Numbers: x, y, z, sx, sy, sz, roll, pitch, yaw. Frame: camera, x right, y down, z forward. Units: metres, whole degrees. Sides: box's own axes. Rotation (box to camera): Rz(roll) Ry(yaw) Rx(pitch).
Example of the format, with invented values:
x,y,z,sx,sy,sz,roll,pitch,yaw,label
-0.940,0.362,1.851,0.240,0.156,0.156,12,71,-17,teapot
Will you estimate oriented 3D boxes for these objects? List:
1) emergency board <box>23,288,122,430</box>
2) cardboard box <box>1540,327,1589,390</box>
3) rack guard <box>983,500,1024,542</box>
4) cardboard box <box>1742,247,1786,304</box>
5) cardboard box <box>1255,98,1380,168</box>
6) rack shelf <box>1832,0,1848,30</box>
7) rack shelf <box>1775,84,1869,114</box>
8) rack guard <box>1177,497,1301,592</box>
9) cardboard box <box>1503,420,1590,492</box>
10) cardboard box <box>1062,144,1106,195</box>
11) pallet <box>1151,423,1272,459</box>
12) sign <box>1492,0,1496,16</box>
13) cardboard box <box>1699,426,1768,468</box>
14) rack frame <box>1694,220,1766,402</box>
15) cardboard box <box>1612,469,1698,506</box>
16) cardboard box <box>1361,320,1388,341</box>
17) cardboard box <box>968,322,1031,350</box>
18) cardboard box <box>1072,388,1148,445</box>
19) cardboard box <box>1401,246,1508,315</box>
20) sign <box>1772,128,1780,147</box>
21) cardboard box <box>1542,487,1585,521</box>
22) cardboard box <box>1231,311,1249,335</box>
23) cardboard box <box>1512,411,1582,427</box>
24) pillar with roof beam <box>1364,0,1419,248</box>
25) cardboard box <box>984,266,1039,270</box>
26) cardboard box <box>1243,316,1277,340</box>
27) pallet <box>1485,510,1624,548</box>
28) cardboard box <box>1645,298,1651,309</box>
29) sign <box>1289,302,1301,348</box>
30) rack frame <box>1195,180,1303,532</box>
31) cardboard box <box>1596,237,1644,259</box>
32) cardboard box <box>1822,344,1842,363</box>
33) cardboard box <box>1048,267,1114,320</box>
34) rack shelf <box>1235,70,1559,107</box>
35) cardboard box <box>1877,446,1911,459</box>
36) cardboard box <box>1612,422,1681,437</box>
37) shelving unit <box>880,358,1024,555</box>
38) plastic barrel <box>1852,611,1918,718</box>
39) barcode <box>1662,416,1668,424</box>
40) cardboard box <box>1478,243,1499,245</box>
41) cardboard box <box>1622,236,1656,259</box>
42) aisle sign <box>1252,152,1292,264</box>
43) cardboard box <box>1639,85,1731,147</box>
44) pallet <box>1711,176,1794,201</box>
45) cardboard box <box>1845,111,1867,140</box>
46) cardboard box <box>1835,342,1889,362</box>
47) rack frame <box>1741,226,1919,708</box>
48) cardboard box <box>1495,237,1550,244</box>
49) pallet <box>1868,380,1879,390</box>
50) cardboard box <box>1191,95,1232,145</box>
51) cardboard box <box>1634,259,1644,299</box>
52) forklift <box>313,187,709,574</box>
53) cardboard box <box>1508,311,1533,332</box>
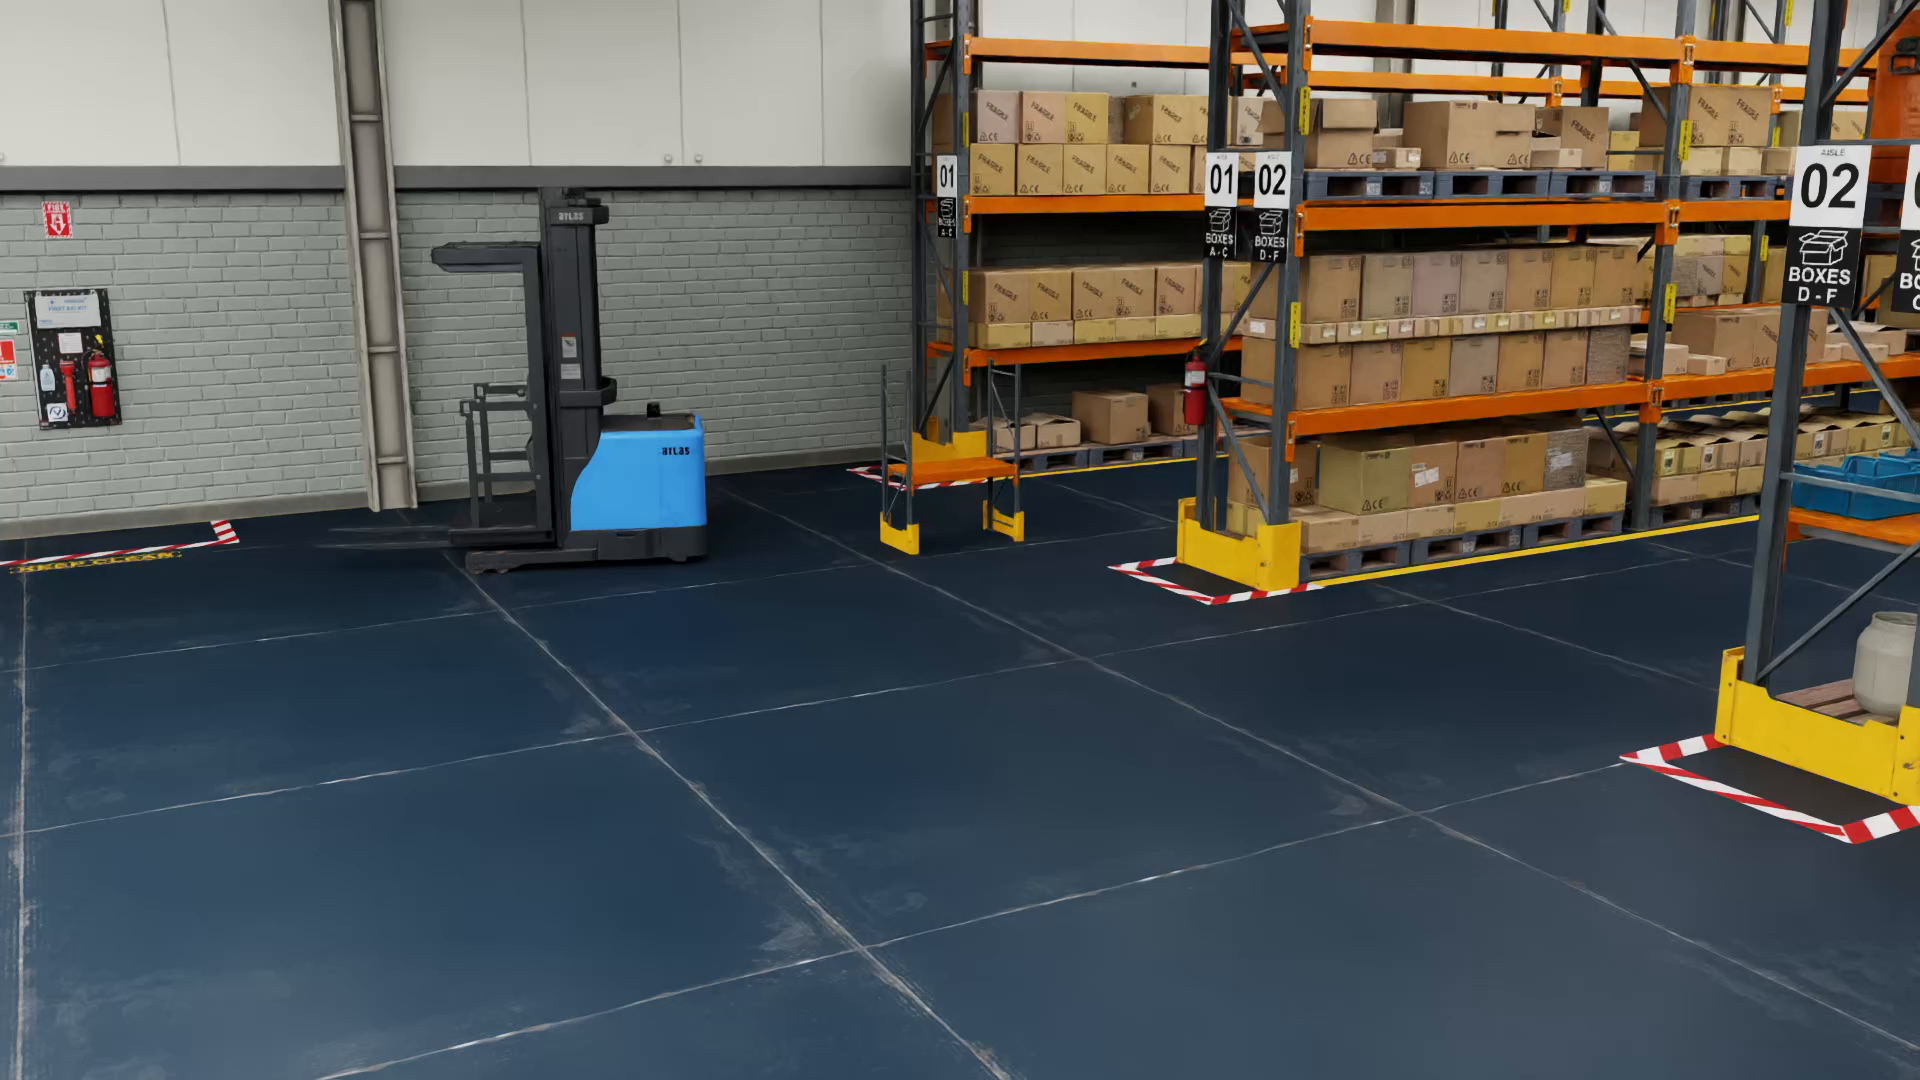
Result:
x,y,z,sx,sy,sz,roll,pitch,yaw,label
-7.462,-1.517,14.020,0.643,1.169,0.194,-7,14,-28,emergency board
4.834,-1.572,14.033,0.500,0.500,0.700,-7,14,-28,cardboard box
0.370,-0.166,14.279,0.087,0.250,0.587,-7,14,-28,rack guard
10.809,-3.624,22.695,0.700,0.700,0.980,-7,14,-27,cardboard box
2.675,-3.053,12.502,0.637,0.503,0.797,-6,14,-24,cardboard box
6.295,-2.843,8.795,4.000,0.370,1.077,-7,14,-28,rack shelf
12.080,-6.014,22.888,4.000,0.370,1.077,-7,14,-28,rack shelf
2.148,0.015,12.902,0.348,0.500,1.175,-7,14,-28,rack guard
4.933,-0.715,14.055,0.500,0.500,0.500,-7,14,-28,cardboard box
1.148,-3.775,16.946,0.500,0.500,0.500,-6,14,-25,cardboard box
2.731,-1.144,18.711,1.213,0.211,1.003,-7,14,-28,pallet
6.545,-6.569,20.314,0.005,0.325,0.100,-7,14,-28,sign
7.058,-0.866,15.155,0.500,0.311,0.500,-7,15,-30,cardboard box
10.325,-3.423,22.489,0.127,3.000,1.000,-7,14,-28,rack frame
6.153,-0.486,14.741,0.500,0.250,0.500,-7,15,-29,cardboard box
3.067,-1.626,12.797,0.250,0.149,0.380,-7,14,-28,cardboard box
0.373,-2.088,16.850,0.500,0.250,0.500,-7,15,-29,cardboard box
1.611,-1.339,17.918,0.500,0.500,0.700,-8,15,-31,cardboard box
3.972,-2.103,13.439,0.500,0.500,0.700,-7,14,-28,cardboard box
10.593,-5.189,21.608,0.005,0.325,0.100,-7,14,-28,sign
4.934,-0.349,14.135,0.500,0.250,0.500,-7,14,-28,cardboard box
3.033,-2.410,18.282,0.500,0.250,0.500,-7,14,-28,cardboard box
5.123,-0.868,14.734,0.500,0.500,0.500,-7,14,-28,cardboard box
7.321,-5.130,16.407,0.400,9.000,9.100,-7,14,-28,pillar with roof beam
0.551,-2.605,17.440,0.500,0.500,0.500,-7,14,-27,cardboard box
2.413,-1.649,12.899,0.250,0.149,0.380,-7,15,-29,cardboard box
4.962,-0.192,14.479,1.213,0.211,1.003,-7,14,-28,pallet
8.789,-3.069,21.443,0.250,0.149,0.380,-6,14,-26,cardboard box
2.430,-1.560,12.057,0.005,0.325,0.100,-7,14,-28,sign
2.169,-1.207,12.639,0.127,3.000,1.000,-7,14,-28,rack frame
8.244,-3.680,20.971,0.500,0.250,0.500,-7,14,-27,cardboard box
8.098,-1.781,15.762,0.250,0.149,0.380,-6,14,-24,cardboard box
1.250,-2.559,17.236,0.500,0.500,0.500,-7,15,-30,cardboard box
5.059,-5.173,19.148,4.000,0.370,1.077,-7,14,-28,rack shelf
8.846,-0.809,16.180,0.500,0.250,0.500,-6,14,-27,cardboard box
6.352,-0.918,15.386,0.500,0.311,0.500,-6,14,-26,cardboard box
-0.067,-0.724,13.909,1.083,1.500,0.587,-7,14,-28,shelving unit
5.080,0.673,8.996,0.421,0.512,0.421,0,13,0,plastic barrel
6.103,-1.038,14.392,0.075,0.075,0.001,-7,14,-28,barcode
6.526,-3.540,20.301,0.250,0.149,0.380,-9,16,-35,cardboard box
8.689,-3.735,21.215,0.500,0.250,0.500,-7,15,-29,cardboard box
2.258,-2.409,12.061,0.004,0.787,0.394,-7,14,-28,aisle sign
6.240,-3.646,14.322,0.500,0.500,0.500,-7,14,-27,cardboard box
7.658,-3.213,15.151,1.213,0.211,1.003,-6,14,-25,pallet
11.964,-5.562,22.611,0.500,0.500,0.500,-7,14,-28,cardboard box
8.534,-1.778,15.749,0.250,0.149,0.380,-7,14,-28,cardboard box
4.539,-0.252,8.396,0.127,3.000,1.000,-7,14,-28,rack frame
7.088,-3.670,20.925,0.500,0.250,0.500,-6,14,-26,cardboard box
13.172,-2.384,24.224,1.213,0.211,1.003,-7,14,-28,pallet
2.515,-4.426,17.564,0.500,0.500,0.500,-6,14,-25,cardboard box
8.263,-3.313,21.049,0.500,0.500,0.500,-7,14,-28,cardboard box
-3.576,-1.292,13.174,3.031,2.935,1.130,-2,13,-10,forklift
4.429,-1.790,13.524,0.250,0.149,0.380,-6,14,-26,cardboard box
